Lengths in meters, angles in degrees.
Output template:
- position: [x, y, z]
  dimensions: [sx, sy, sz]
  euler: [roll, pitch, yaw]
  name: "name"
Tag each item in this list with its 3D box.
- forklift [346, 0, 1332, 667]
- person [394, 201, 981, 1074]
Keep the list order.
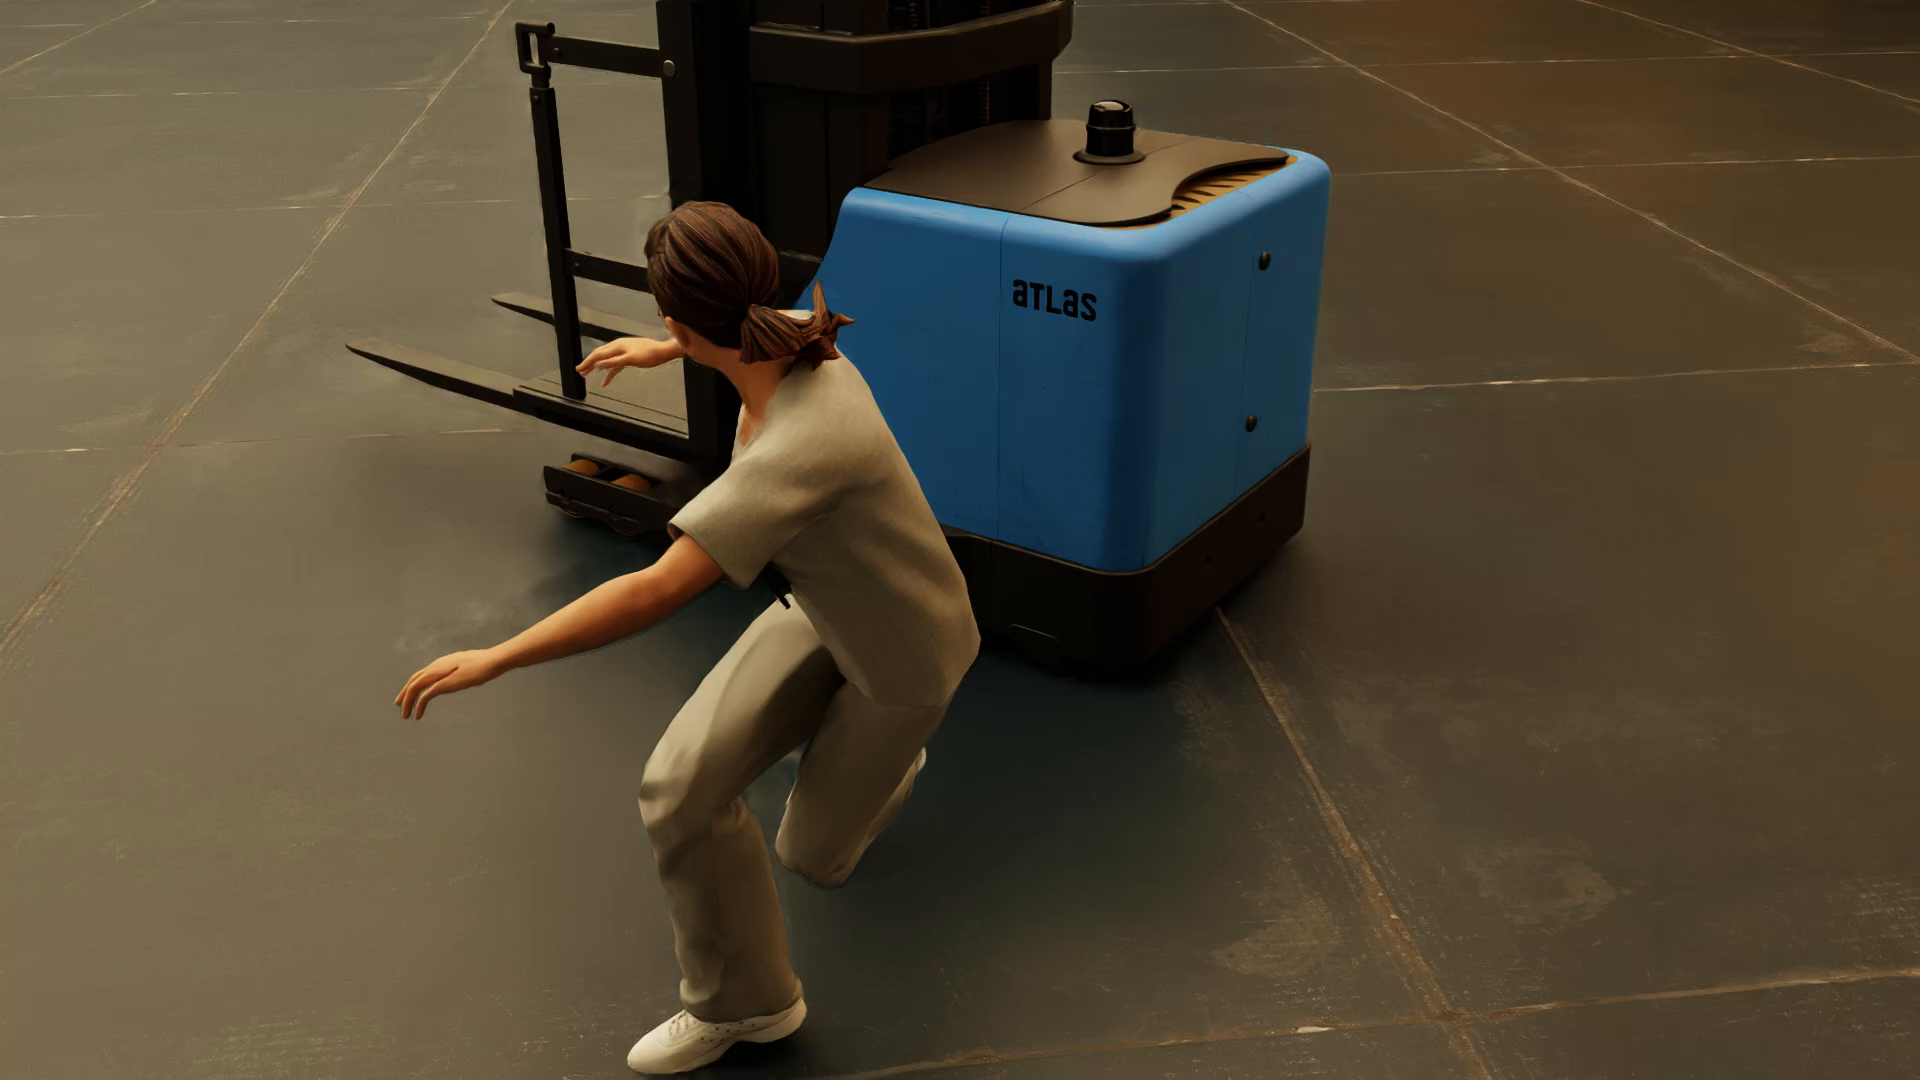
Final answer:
- position: [-0.566, -1.504, 4.350]
  dimensions: [3.031, 2.935, 1.130]
  euler: [17, 30, 31]
  name: "forklift"
- position: [-0.428, 0.139, 2.703]
  dimensions: [1.072, 1.436, 0.767]
  euler: [-18, 31, -33]
  name: "person"
